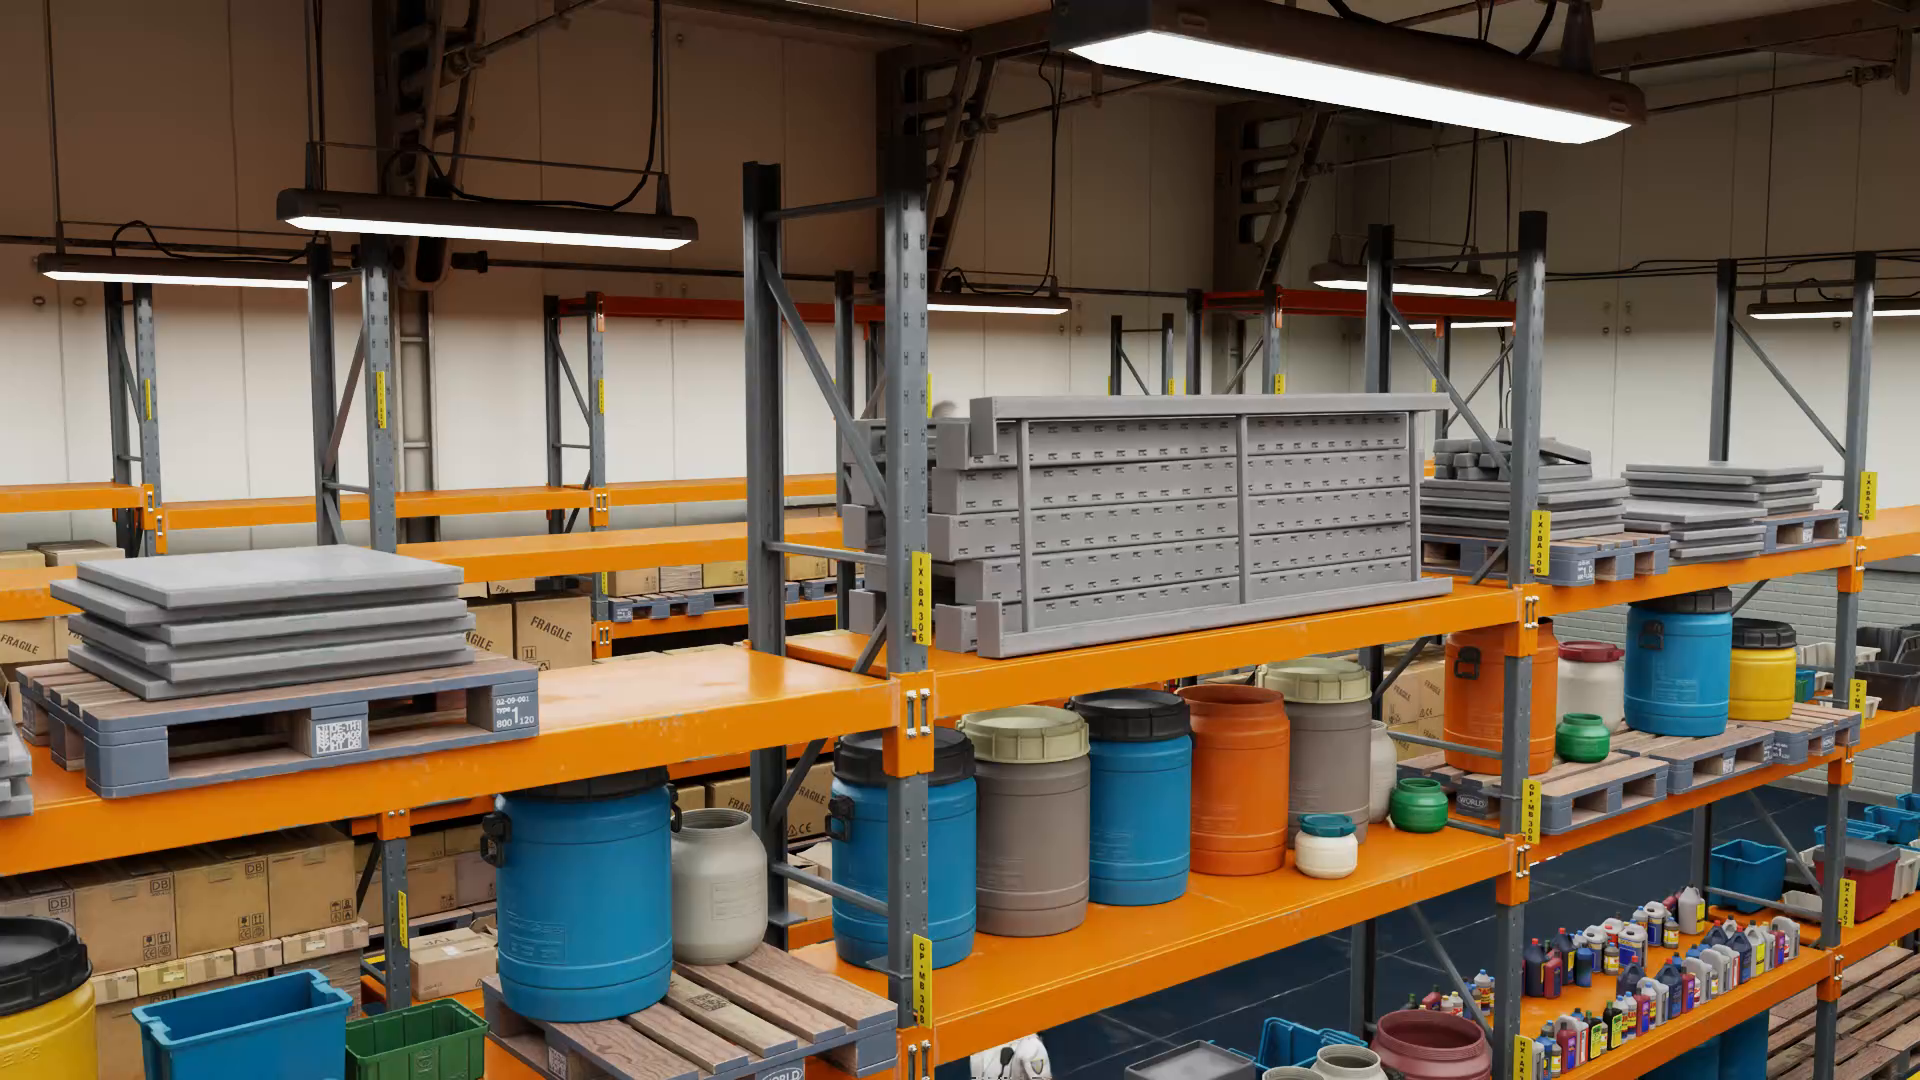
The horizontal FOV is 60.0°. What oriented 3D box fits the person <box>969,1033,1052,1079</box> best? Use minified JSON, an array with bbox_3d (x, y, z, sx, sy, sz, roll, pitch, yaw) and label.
[{"bbox_3d":[0.292,3.401,9.713,0.837,1.668,0.617,-5,7,-42],"label":"person"}]
